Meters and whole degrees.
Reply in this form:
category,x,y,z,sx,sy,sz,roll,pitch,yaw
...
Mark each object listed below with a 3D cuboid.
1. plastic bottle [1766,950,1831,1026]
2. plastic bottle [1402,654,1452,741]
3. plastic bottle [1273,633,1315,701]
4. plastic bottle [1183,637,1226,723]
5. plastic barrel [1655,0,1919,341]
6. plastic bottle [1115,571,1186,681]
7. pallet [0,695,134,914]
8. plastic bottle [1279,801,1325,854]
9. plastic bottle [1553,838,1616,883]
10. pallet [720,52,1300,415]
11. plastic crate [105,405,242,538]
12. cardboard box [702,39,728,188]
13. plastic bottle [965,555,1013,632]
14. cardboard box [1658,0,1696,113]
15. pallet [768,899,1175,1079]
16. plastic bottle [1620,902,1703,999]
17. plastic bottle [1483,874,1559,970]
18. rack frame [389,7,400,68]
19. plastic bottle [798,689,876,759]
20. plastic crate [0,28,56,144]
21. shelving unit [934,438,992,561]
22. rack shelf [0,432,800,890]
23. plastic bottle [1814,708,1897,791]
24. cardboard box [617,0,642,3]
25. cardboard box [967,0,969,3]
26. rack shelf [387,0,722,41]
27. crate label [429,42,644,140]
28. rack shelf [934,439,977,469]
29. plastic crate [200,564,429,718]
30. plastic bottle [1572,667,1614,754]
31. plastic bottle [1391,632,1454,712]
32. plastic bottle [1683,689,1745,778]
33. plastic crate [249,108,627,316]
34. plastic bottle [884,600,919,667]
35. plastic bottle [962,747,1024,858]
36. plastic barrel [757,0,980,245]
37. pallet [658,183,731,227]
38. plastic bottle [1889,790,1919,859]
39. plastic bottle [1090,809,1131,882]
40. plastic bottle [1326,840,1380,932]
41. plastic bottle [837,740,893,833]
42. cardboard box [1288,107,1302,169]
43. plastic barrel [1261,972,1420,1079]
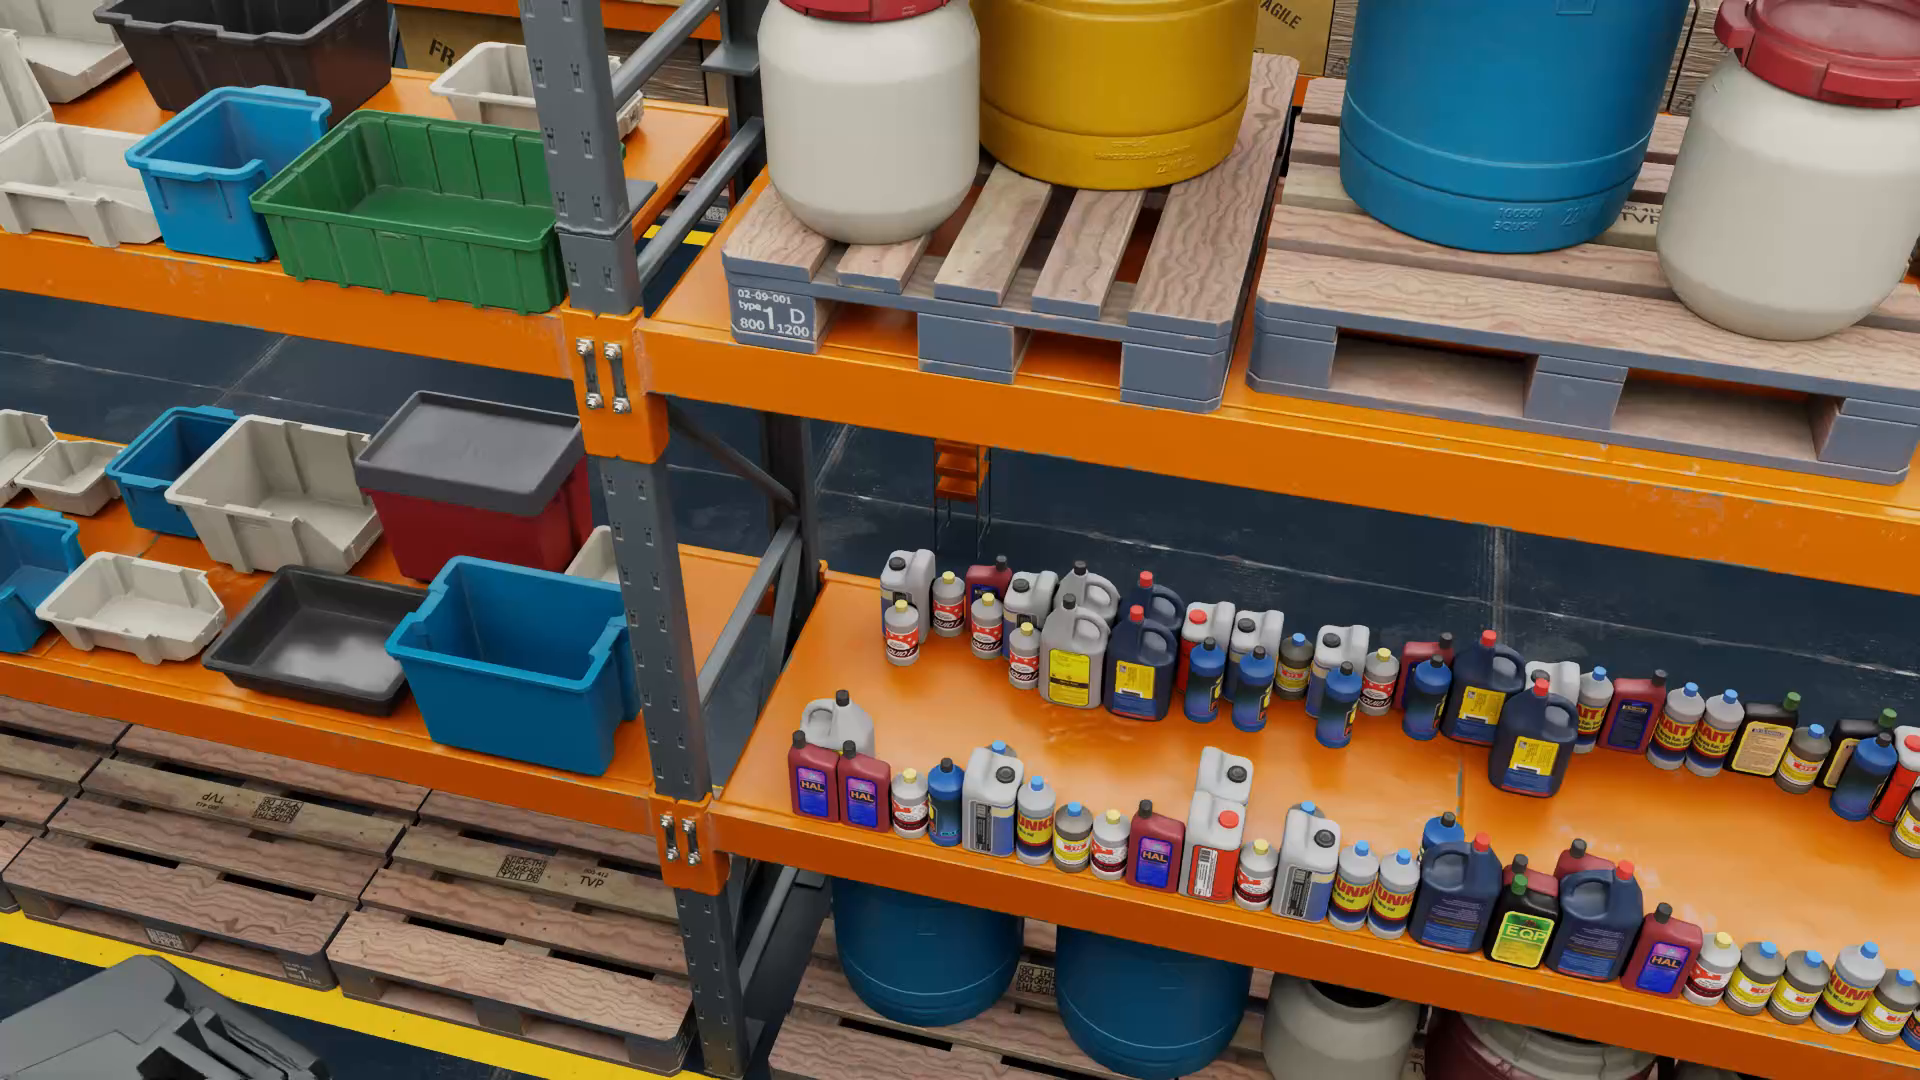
category,x,y,z,sx,sy,sz,roll,pitch,yaw
plastic bottle,1.947,1.025,3.852,0.097,0.201,0.097,0,40,0
plastic bottle,1.274,0.418,4.520,0.097,0.271,0.097,0,40,0
plastic bottle,0.937,0.346,4.660,0.097,0.201,0.097,0,40,0
plastic bottle,0.674,0.375,4.571,0.097,0.271,0.097,0,40,0
plastic barrel,1.496,-0.662,2.941,0.433,0.535,0.433,0,40,0
plastic bottle,0.535,0.235,4.676,0.185,0.351,0.144,10,41,11
pallet,-3.694,0.800,6.133,1.213,0.211,1.003,10,41,11
plastic bottle,0.865,0.737,4.194,0.097,0.201,0.097,0,40,0
plastic bottle,1.501,0.833,4.016,0.133,0.283,0.061,10,41,11
pallet,0.166,-0.771,3.650,1.003,0.211,1.213,10,41,11
plastic crate,-2.430,-0.206,5.246,0.300,0.233,0.416,10,41,11
cardboard box,-0.822,-2.497,9.217,0.875,0.875,0.875,10,41,11
plastic bottle,0.083,0.155,4.823,0.133,0.283,0.061,10,41,11
cardboard box,3.005,-2.313,7.595,0.500,0.500,0.500,9,41,10
pallet,0.118,1.458,5.350,1.213,0.211,1.003,10,41,11
plastic bottle,1.643,0.953,3.873,0.133,0.283,0.061,10,41,11
plastic bottle,1.335,0.900,3.936,0.133,0.283,0.061,10,41,11
rack frame,-3.200,-3.506,9.092,0.127,3.000,1.000,10,41,11
plastic bottle,-0.321,0.521,4.335,0.185,0.351,0.144,10,41,11
plastic crate,-2.419,-0.972,3.835,0.530,0.282,0.437,10,41,11
shelving unit,0.014,-0.457,6.861,0.189,1.200,0.258,10,41,11
rack shelf,-2.548,0.179,5.264,4.000,0.370,1.077,10,41,11
plastic bottle,2.349,0.545,4.359,0.133,0.283,0.061,10,41,11
cardboard box,-1.700,-2.934,8.606,0.250,0.149,0.380,9,41,11
cardboard box,0.170,-2.808,8.146,0.500,0.250,0.500,9,41,11
rack shelf,-1.268,-2.898,8.928,4.000,0.370,1.077,10,41,11
crate label,-1.014,-1.073,4.067,0.466,0.136,0.293,10,41,11
rack shelf,0.014,-0.423,6.890,0.180,0.103,0.258,10,41,11
plastic crate,-1.767,0.299,4.729,0.590,0.125,0.437,10,41,11
plastic bottle,1.693,0.449,4.483,0.097,0.271,0.097,0,40,0
plastic bottle,1.277,0.361,4.579,0.133,0.283,0.061,10,41,11
plastic bottle,2.010,0.504,4.418,0.097,0.271,0.097,0,40,0
plastic crate,-1.104,-0.714,3.600,0.662,0.188,0.450,10,41,11
plastic bottle,-0.166,0.257,4.766,0.097,0.201,0.097,0,40,0
plastic bottle,0.086,0.658,4.231,0.135,0.276,0.152,10,41,11
plastic barrel,-0.173,-0.882,3.204,0.433,0.535,0.433,0,40,0
pallet,-1.233,-2.150,9.646,1.213,0.211,1.003,10,41,11
plastic bottle,2.452,0.708,4.229,0.097,0.201,0.097,0,40,0
plastic bottle,0.379,0.755,4.173,0.097,0.201,0.097,0,40,0
plastic bottle,0.956,0.828,4.032,0.097,0.271,0.097,0,40,0
plastic bottle,-0.244,0.629,4.260,0.133,0.283,0.061,10,41,11
cardboard box,2.151,-1.946,8.561,0.875,0.875,1.225,8,41,10
plastic barrel,1.111,1.396,4.863,0.421,0.512,0.421,0,40,0
